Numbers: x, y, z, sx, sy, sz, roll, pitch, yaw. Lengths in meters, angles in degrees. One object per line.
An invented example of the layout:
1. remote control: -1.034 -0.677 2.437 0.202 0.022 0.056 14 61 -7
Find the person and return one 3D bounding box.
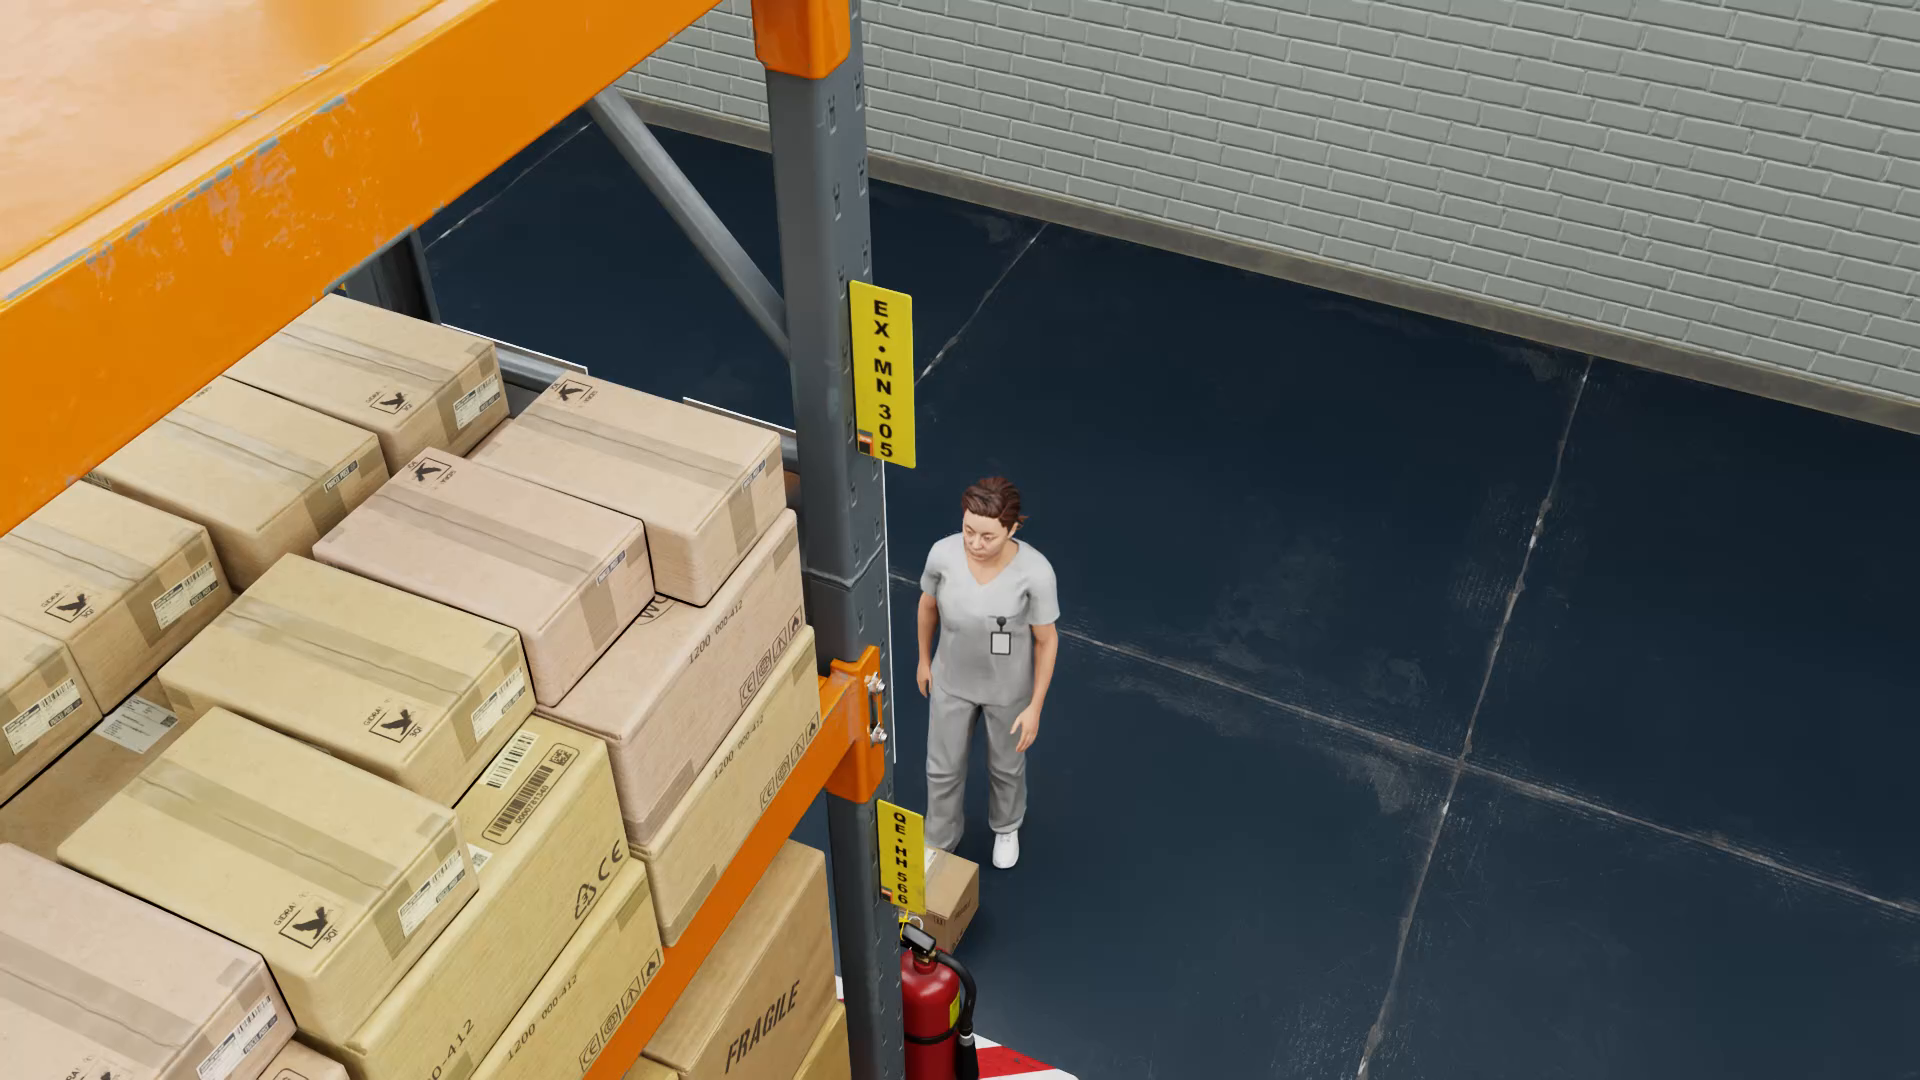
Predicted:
1. person: 0.069 0.522 5.586 0.492 1.689 0.540 9 43 10
